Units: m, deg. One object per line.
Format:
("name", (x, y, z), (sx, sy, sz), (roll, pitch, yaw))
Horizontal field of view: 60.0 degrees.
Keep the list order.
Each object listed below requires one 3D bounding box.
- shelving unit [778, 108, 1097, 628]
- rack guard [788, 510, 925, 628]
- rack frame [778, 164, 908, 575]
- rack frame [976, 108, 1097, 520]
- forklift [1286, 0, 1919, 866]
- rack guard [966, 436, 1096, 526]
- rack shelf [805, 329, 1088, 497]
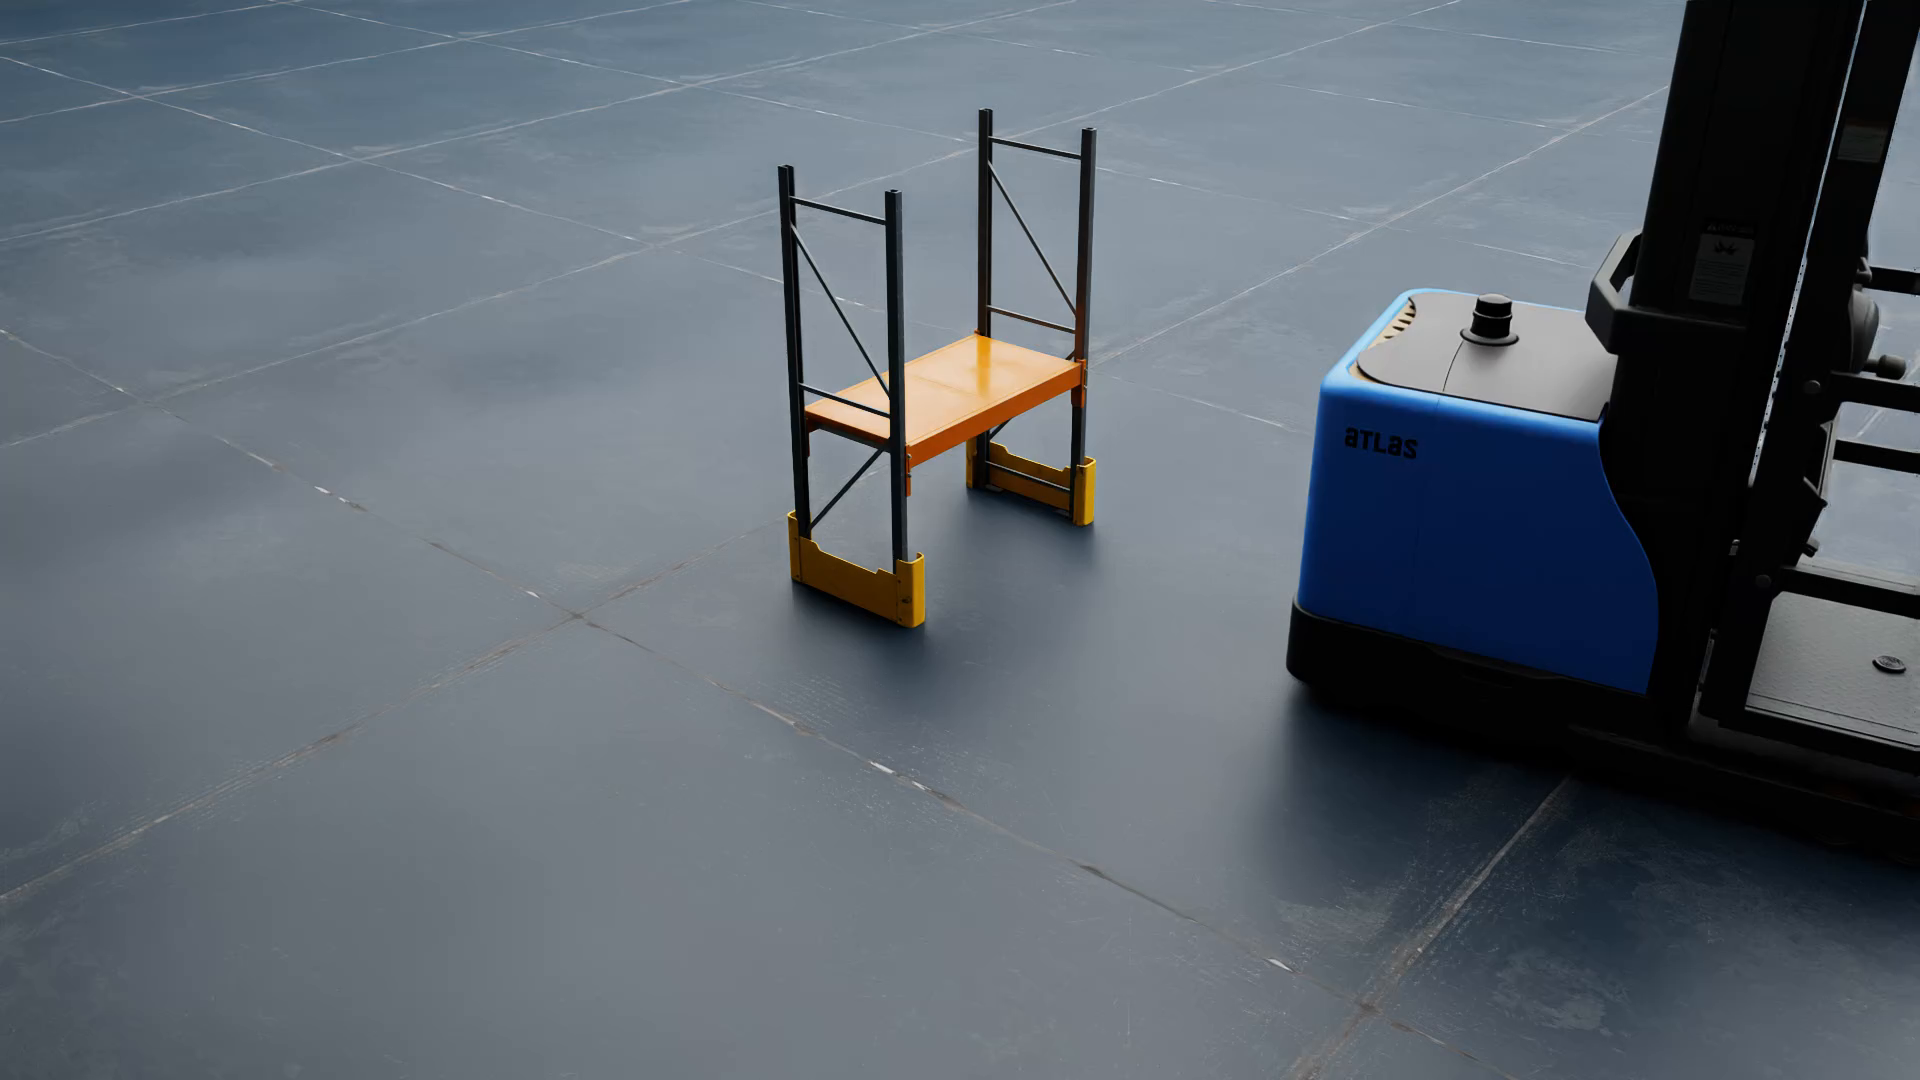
("shelving unit", (-0.049, -0.639, 5.853), (0.587, 1.500, 1.083), (21, 34, 34))
("rack guard", (-0.365, 0.093, 5.799), (0.587, 0.250, 0.087), (21, 34, 34))
("rack frame", (-0.378, -0.456, 5.499), (0.500, 1.500, 0.032), (21, 34, 34))
("rack frame", (0.269, -0.816, 6.195), (0.500, 1.500, 0.032), (21, 34, 34))
("forklift", (2.586, -0.694, 4.401), (3.031, 2.935, 1.130), (14, 30, 25))
("rack guard", (0.268, -0.261, 6.482), (0.587, 0.250, 0.087), (21, 34, 34))
("rack shelf", (-0.054, -0.476, 5.930), (0.538, 0.185, 1.000), (21, 34, 34))
